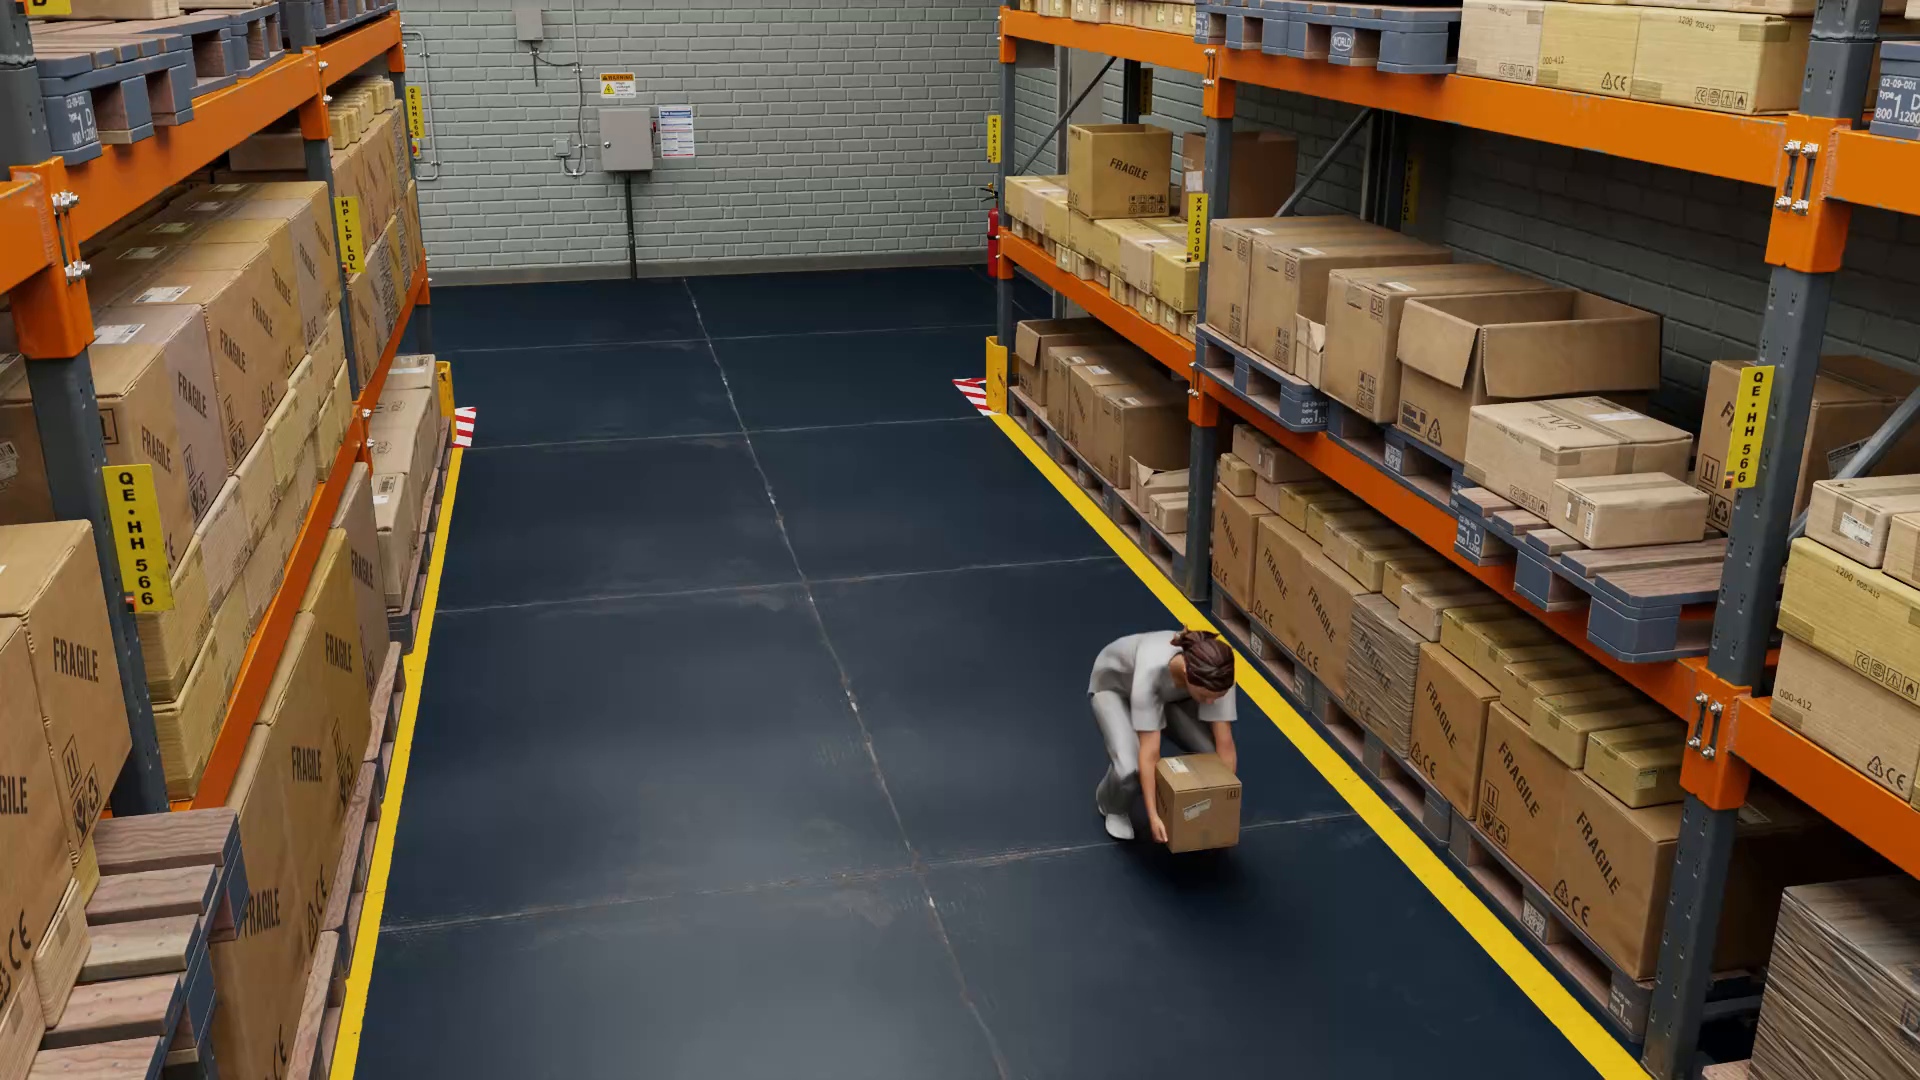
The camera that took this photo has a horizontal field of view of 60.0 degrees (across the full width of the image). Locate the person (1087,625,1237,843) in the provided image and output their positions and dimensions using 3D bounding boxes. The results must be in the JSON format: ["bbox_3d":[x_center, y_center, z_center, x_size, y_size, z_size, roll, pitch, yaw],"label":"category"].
[{"bbox_3d":[0.764,0.702,6.211,0.460,0.940,0.827,-6,20,-15],"label":"person"}]
